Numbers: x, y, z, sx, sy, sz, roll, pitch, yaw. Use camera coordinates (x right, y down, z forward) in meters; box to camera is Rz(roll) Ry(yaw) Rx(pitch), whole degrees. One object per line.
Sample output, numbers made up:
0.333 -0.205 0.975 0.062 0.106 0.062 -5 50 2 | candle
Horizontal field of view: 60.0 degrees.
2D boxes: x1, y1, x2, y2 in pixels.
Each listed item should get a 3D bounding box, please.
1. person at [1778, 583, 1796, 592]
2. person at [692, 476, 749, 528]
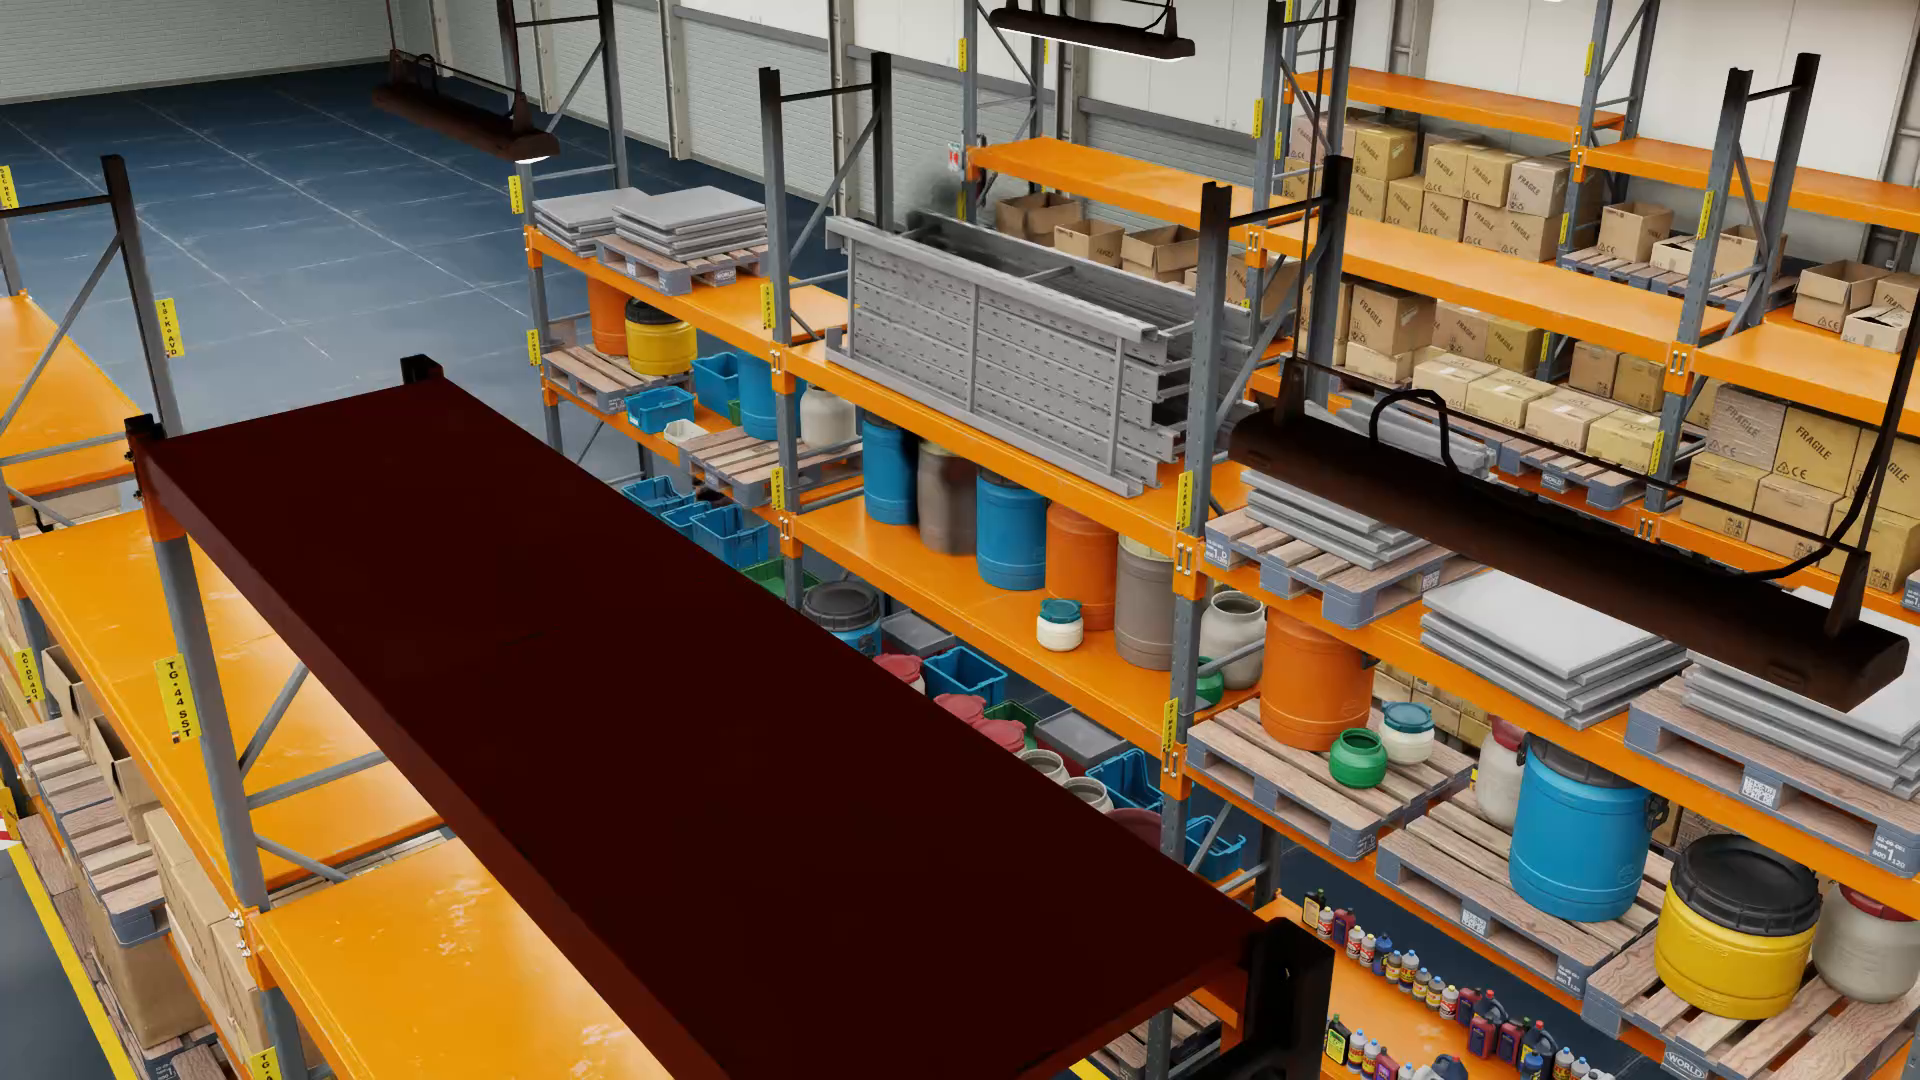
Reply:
7.076 1.001 14.353 0.617 1.625 0.643 -23 34 -39 | person
-2.540 -0.456 17.282 1.091 1.716 0.653 15 30 29 | person
